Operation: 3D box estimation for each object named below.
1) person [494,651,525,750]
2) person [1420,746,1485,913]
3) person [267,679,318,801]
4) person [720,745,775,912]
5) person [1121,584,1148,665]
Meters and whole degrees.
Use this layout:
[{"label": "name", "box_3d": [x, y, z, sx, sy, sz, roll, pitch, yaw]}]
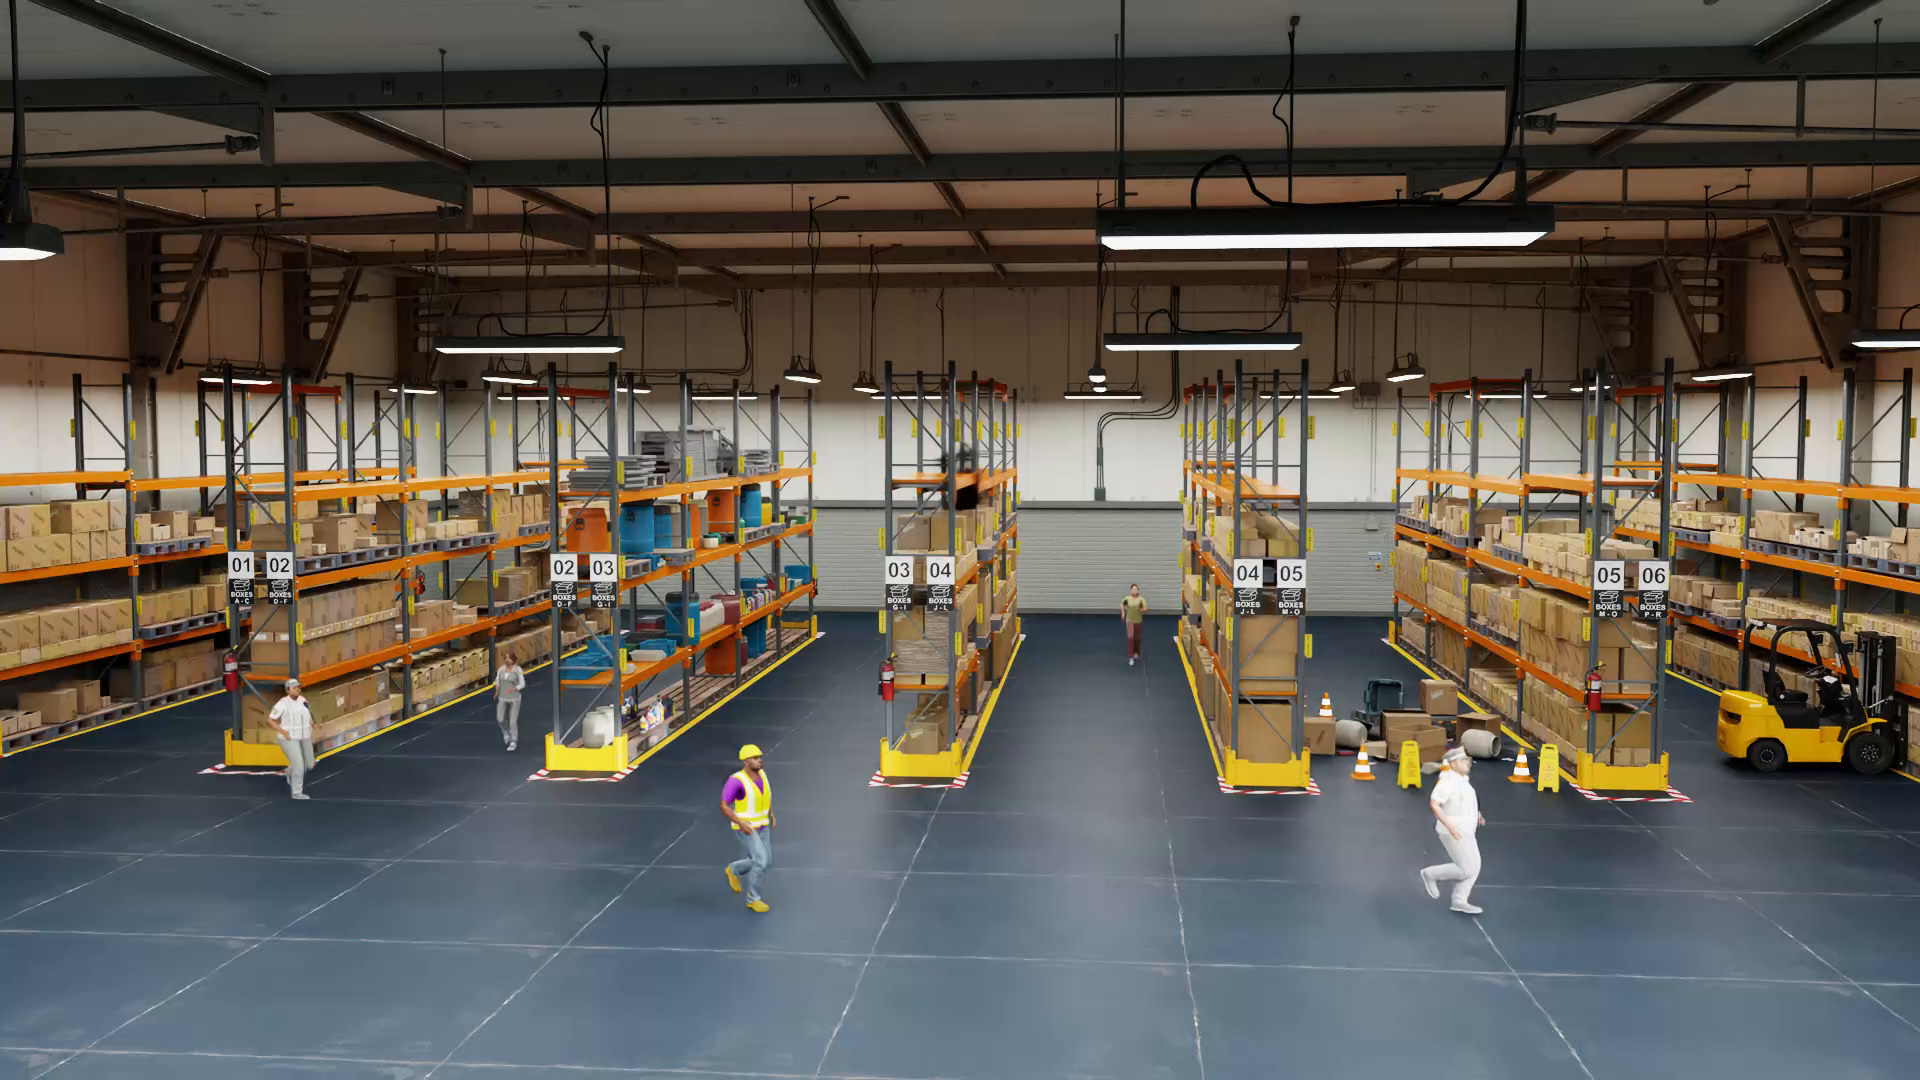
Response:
[{"label": "person", "box_3d": [-7.055, 2.512, 25.949, 0.522, 1.559, 0.549, 0, 4, 2]}, {"label": "person", "box_3d": [5.142, 2.996, 17.308, 0.622, 1.734, 0.679, 3, 5, 34]}, {"label": "person", "box_3d": [-9.101, 2.704, 22.666, 0.679, 1.625, 0.620, 2, 4, 32]}, {"label": "person", "box_3d": [-2.247, 2.996, 17.466, 0.666, 1.727, 0.727, 2, 4, 30]}, {"label": "person", "box_3d": [3.757, 1.794, 35.798, 0.561, 1.697, 0.896, 0, 4, 2]}]
